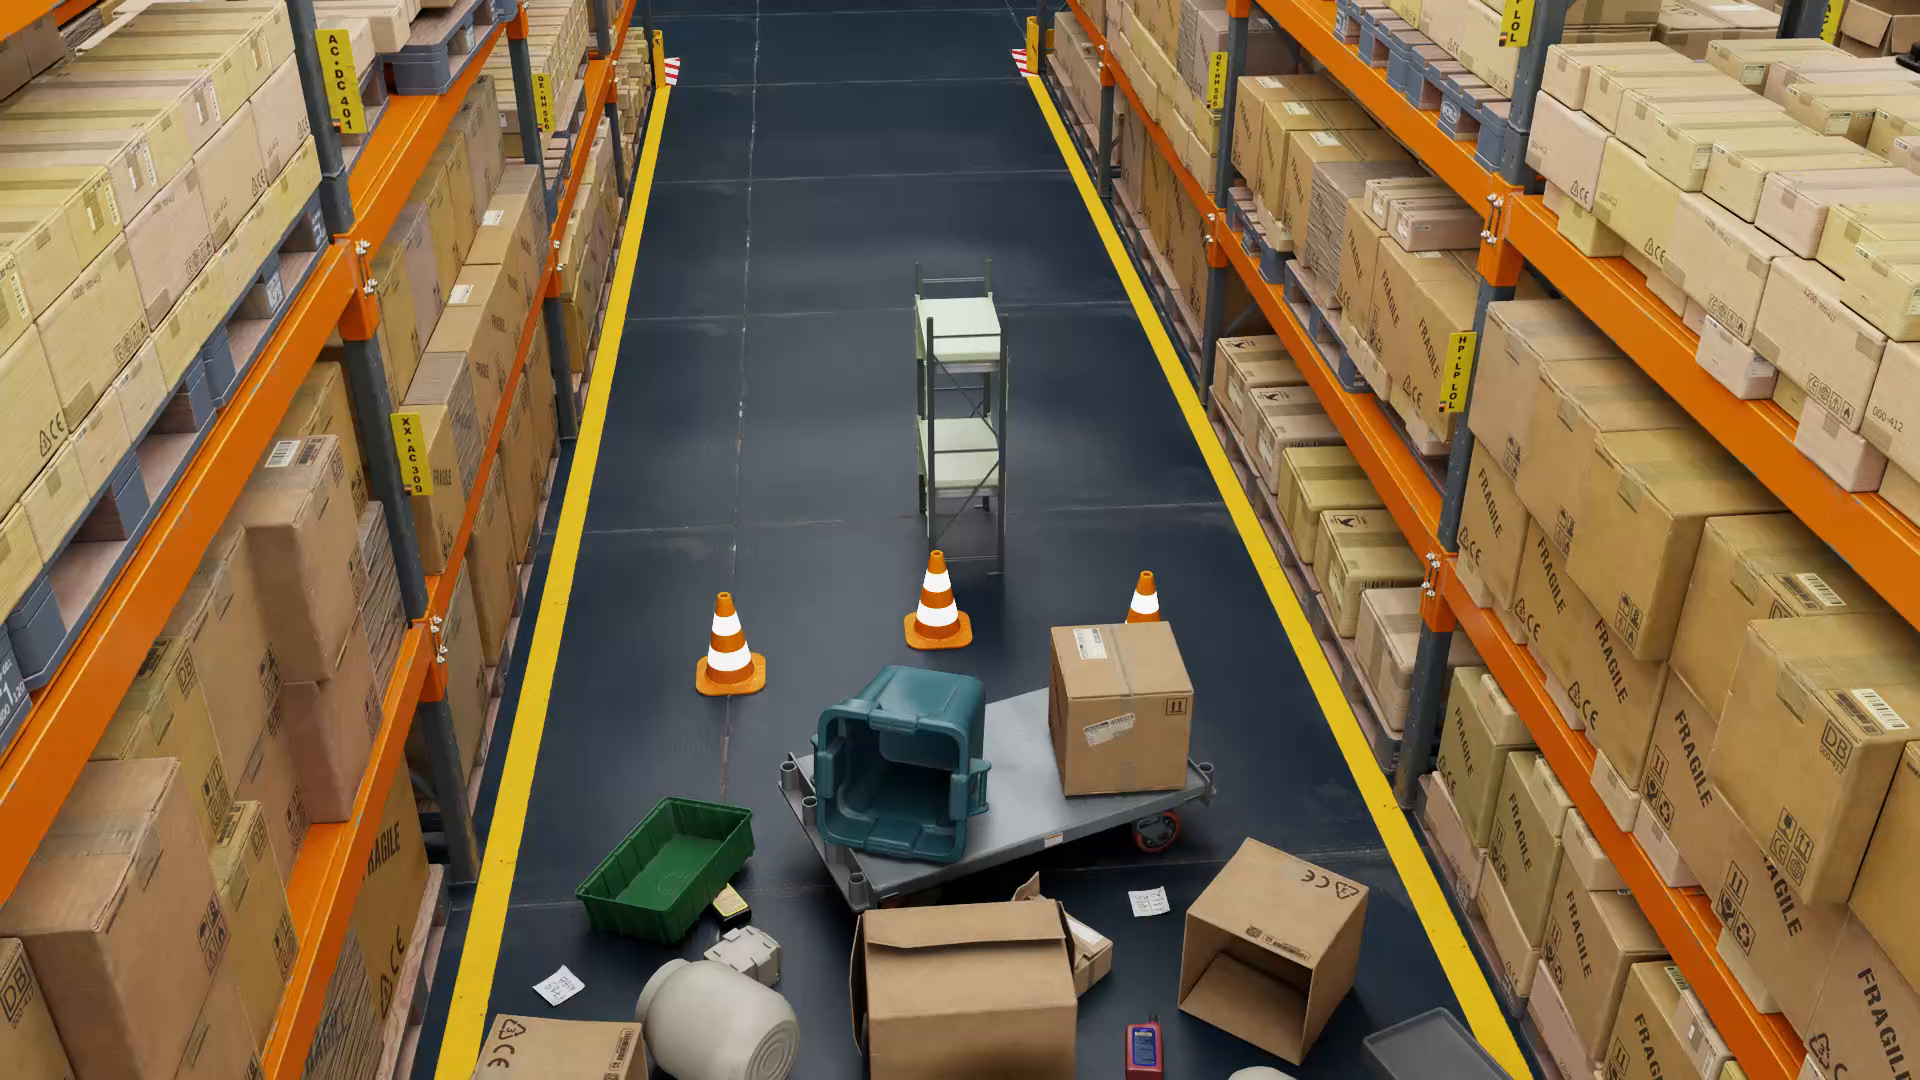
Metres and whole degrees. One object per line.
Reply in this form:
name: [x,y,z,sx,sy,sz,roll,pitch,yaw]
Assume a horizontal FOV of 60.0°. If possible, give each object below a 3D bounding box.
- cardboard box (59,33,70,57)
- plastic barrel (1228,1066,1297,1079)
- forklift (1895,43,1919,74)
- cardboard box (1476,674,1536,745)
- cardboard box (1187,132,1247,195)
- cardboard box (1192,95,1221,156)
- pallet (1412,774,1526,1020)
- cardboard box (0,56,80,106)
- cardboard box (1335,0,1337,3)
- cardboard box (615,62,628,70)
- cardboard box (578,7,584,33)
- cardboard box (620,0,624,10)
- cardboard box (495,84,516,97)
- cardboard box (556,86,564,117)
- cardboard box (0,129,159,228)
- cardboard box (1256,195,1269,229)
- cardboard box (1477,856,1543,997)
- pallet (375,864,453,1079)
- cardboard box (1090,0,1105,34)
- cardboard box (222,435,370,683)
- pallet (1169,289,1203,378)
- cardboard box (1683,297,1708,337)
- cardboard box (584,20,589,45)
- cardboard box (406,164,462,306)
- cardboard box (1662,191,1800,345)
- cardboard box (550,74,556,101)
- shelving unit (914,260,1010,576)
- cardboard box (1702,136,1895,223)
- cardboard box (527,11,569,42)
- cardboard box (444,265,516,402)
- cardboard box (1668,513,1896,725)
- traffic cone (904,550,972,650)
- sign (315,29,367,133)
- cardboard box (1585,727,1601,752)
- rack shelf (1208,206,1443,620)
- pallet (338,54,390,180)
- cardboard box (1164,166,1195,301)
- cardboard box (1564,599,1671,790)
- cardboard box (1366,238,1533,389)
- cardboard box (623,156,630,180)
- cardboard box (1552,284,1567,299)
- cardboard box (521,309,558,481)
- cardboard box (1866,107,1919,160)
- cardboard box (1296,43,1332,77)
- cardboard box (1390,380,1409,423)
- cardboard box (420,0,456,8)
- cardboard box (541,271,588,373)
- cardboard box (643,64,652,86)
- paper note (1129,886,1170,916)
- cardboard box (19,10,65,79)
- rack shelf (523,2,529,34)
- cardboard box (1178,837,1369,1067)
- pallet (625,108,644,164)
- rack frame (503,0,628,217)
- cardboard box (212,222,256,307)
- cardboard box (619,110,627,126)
cardboard box: [-8.260,-3.837,14.410,0.875,0.875,0.875,-3,31,-5]
plastic barrel: [1.093,2.008,5.476,0.512,0.421,0.421,20,36,29]
forklift: [4.712,-0.678,7.526,1.130,2.935,3.031,-3,31,-4]
cardboard box: [2.158,0.622,6.191,0.380,0.149,0.250,-2,31,-4]
cardboard box: [1.741,-2.382,10.459,0.500,0.250,0.500,-4,31,-6]
cardboard box: [1.748,-2.586,10.313,0.500,0.250,0.500,-3,31,-5]
pallet: [2.518,1.380,6.734,1.003,0.211,1.213,-3,31,-5]
cardboard box: [-2.732,-1.181,4.726,0.500,0.250,0.500,-3,31,-4]
cardboard box: [2.217,-2.755,7.912,0.797,0.503,0.637,-3,31,-5]
cardboard box: [-3.245,-4.283,15.286,0.380,0.149,0.250,-4,31,-6]
cardboard box: [-2.987,-3.826,12.276,0.380,0.149,0.250,-3,31,-4]
cardboard box: [-3.118,-4.677,14.399,0.380,0.149,0.250,-1,31,-2]
cardboard box: [-2.751,-2.622,9.970,0.380,0.149,0.250,-4,31,-6]
cardboard box: [-2.839,-2.899,11.014,0.380,0.149,0.250,-2,31,-4]
cardboard box: [-2.030,-0.799,3.698,0.380,0.149,0.250,-3,31,-5]
cardboard box: [1.864,-1.810,9.191,0.380,0.149,0.250,-5,31,-8]
cardboard box: [2.267,1.428,6.206,0.500,0.250,0.500,-1,31,-2]
pallet: [-2.506,1.719,6.166,1.003,0.211,1.213,-3,31,-5]
cardboard box: [1.375,-4.510,13.779,0.500,0.500,0.500,-2,31,-4]
cardboard box: [-2.331,0.067,5.013,0.875,0.550,0.550,-3,31,-5]
pallet: [2.048,-1.410,11.404,1.003,0.211,1.213,-3,31,-5]
cardboard box: [2.305,-0.643,4.722,0.380,0.149,0.250,-4,31,-6]
cardboard box: [-3.012,-3.833,12.578,0.380,0.149,0.250,-3,31,-6]
cardboard box: [-2.694,-1.374,7.552,0.700,0.500,0.500,-3,31,-5]
cardboard box: [2.280,-0.753,4.516,0.500,0.250,0.500,-2,31,-4]
cardboard box: [-2.820,-2.899,10.724,0.380,0.149,0.250,-3,31,-5]
shelving unit: [0.001,-0.640,8.860,0.431,1.500,0.755,-3,31,-5]
cardboard box: [2.265,-0.978,4.505,0.380,0.149,0.250,-4,31,-6]
cardboard box: [-2.922,-3.558,11.536,0.380,0.149,0.250,-4,31,-6]
cardboard box: [-2.419,-0.966,7.845,0.500,0.500,0.500,-2,31,-4]
cardboard box: [2.430,0.258,4.530,0.700,0.500,0.500,-3,31,-5]
traffic cone: [-0.112,0.264,8.356,0.336,0.463,0.334,-3,31,-5]
sign: [-1.946,-1.441,5.231,0.100,0.325,0.005,-3,31,-5]
cardboard box: [2.305,0.649,5.484,0.380,0.149,0.250,-3,31,-5]
rack shelf: [2.233,-0.871,8.484,1.077,0.370,4.000,-3,31,-5]
pallet: [-2.634,-1.541,6.166,0.805,0.209,1.217,-4,31,-7]
cardboard box: [1.985,-2.281,11.806,0.875,0.875,0.875,-2,31,-4]
cardboard box: [2.288,0.421,5.232,0.500,0.500,0.500,-3,31,-5]
cardboard box: [2.101,-0.987,7.181,0.500,0.500,0.500,-3,31,-4]
cardboard box: [-2.960,-3.112,13.905,0.380,0.149,0.250,-4,31,-7]
cardboard box: [2.662,-0.763,6.804,0.500,0.500,0.500,-2,31,-3]
cardboard box: [-2.905,-0.811,9.467,1.050,0.750,0.750,-3,31,-5]
cardboard box: [2.858,-1.137,4.771,0.380,0.149,0.250,-2,31,-3]
cardboard box: [2.244,-2.936,10.168,0.500,0.500,0.500,-4,31,-6]
cardboard box: [2.090,-0.616,7.192,0.380,0.149,0.250,-4,31,-6]
cardboard box: [-2.431,-2.592,7.134,0.500,0.500,0.500,-3,31,-5]
cardboard box: [-2.685,-1.392,10.684,0.500,0.500,0.500,-4,31,-7]
cardboard box: [-3.238,-4.568,16.342,0.380,0.149,0.250,-2,31,-3]
paper note: [0.771,1.468,6.762,0.148,0.019,0.142,-3,31,-5]
cardboard box: [-2.803,-1.413,4.726,0.380,0.149,0.250,-2,31,-4]
rack shelf: [-3.059,-3.912,10.651,1.077,0.370,4.000,-3,31,-5]
cardboard box: [1.165,1.526,6.206,0.500,0.500,0.500,20,36,29]
pallet: [-3.461,-3.723,15.276,1.003,0.211,1.213,-3,31,-5]
rack frame: [-3.246,-3.954,12.945,1.000,3.000,0.127,-3,31,-5]
cardboard box: [-2.073,-0.711,4.328,0.380,0.149,0.250,-3,31,-4]
cardboard box: [-3.158,-3.766,14.710,0.380,0.149,0.250,-1,31,-2]
